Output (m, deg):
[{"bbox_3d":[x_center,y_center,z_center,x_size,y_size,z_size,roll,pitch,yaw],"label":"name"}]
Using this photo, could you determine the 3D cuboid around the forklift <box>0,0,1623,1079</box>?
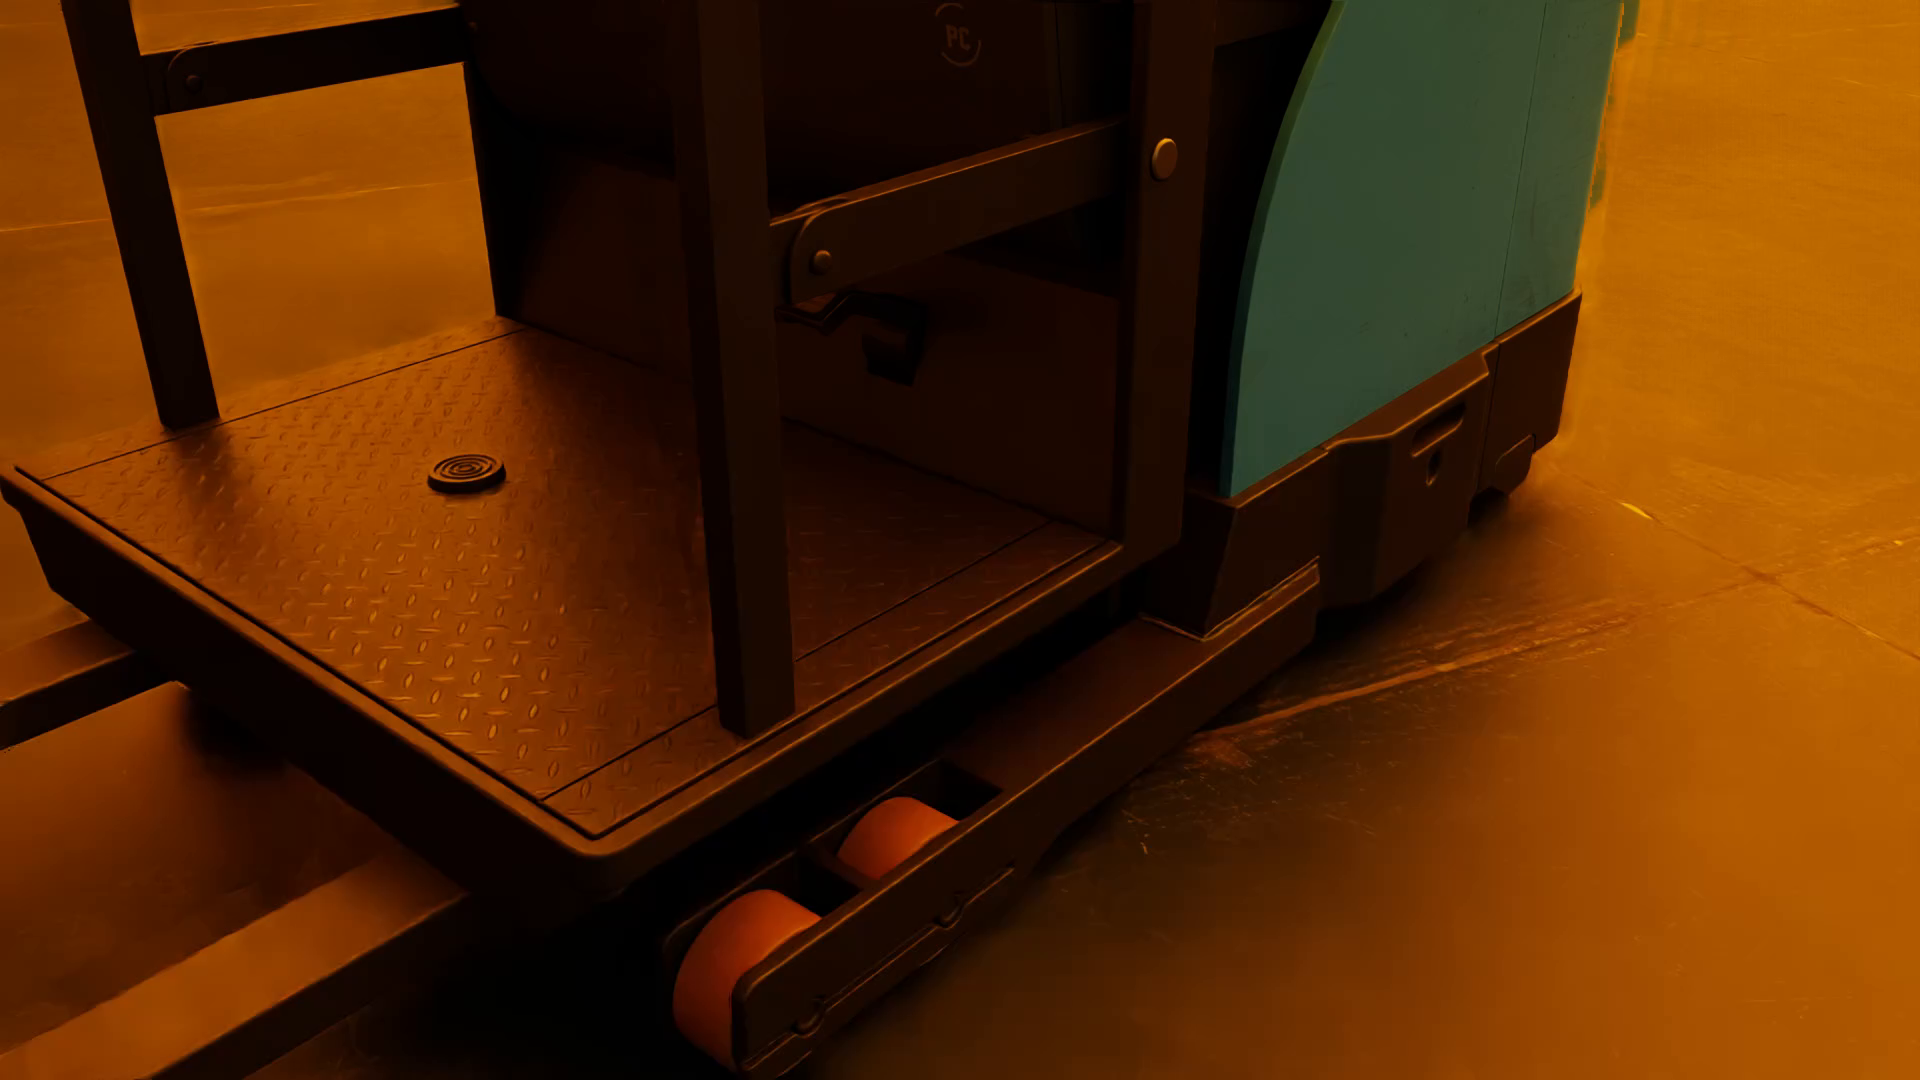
[{"bbox_3d":[-0.373,-1.070,1.374,1.130,2.935,3.031,22,34,36],"label":"forklift"}]
